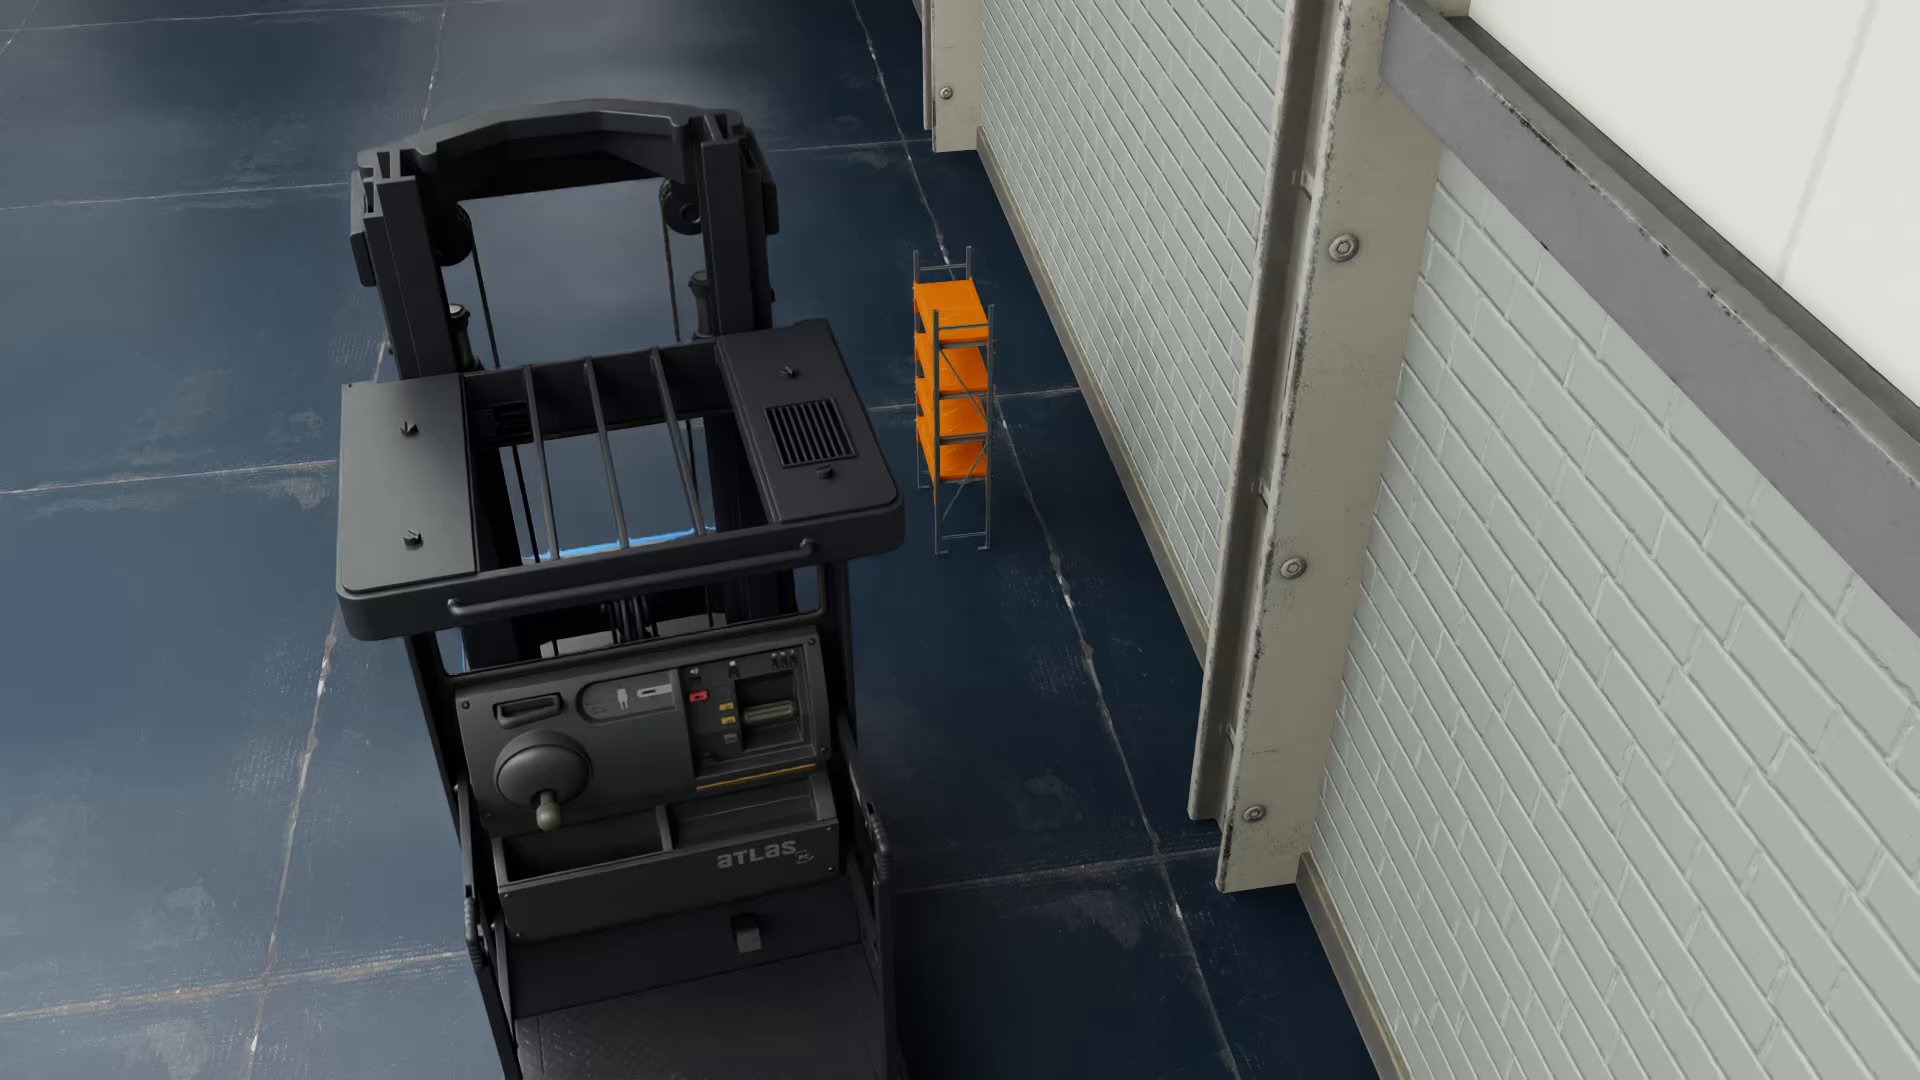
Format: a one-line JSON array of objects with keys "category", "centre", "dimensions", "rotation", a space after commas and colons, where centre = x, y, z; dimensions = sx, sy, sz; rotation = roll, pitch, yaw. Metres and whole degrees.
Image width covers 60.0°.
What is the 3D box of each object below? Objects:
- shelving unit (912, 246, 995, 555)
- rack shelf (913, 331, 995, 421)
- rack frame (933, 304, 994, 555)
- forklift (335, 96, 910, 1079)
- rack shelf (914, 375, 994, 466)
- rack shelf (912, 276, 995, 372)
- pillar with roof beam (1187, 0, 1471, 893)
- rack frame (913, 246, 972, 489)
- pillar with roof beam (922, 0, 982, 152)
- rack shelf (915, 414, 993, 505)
[{"category": "shelving unit", "centre": [-0.029, -0.574, 7.011], "dimensions": [0.258, 1.200, 0.503], "rotation": [-6, 38, -8]}, {"category": "rack shelf", "centre": [-0.029, -0.697, 6.915], "dimensions": [0.258, 0.148, 0.480], "rotation": [-6, 38, -8]}, {"category": "rack frame", "centre": [0.014, -0.426, 6.821], "dimensions": [0.240, 1.200, 0.015], "rotation": [-6, 38, -8]}, {"category": "forklift", "centre": [-0.746, 0.562, 4.138], "dimensions": [1.130, 2.935, 3.031], "rotation": [-10, 39, -12]}, {"category": "rack shelf", "centre": [-0.029, -0.521, 7.052], "dimensions": [0.258, 0.148, 0.480], "rotation": [-6, 38, -8]}, {"category": "rack shelf", "centre": [-0.029, -0.884, 6.770], "dimensions": [0.258, 0.148, 0.480], "rotation": [-6, 38, -8]}, {"category": "pillar with roof beam", "centre": [-3.233, -2.018, 2.512], "dimensions": [9.100, 9.000, 0.400], "rotation": [-6, 38, -8]}, {"category": "rack frame", "centre": [-0.072, -0.721, 7.200], "dimensions": [0.240, 1.200, 0.015], "rotation": [-6, 38, -8]}, {"category": "pillar with roof beam", "centre": [-4.285, -5.642, 7.177], "dimensions": [9.100, 9.000, 0.400], "rotation": [-6, 38, -8]}, {"category": "rack shelf", "centre": [-0.029, -0.364, 7.174], "dimensions": [0.258, 0.148, 0.480], "rotation": [-6, 38, -8]}]
